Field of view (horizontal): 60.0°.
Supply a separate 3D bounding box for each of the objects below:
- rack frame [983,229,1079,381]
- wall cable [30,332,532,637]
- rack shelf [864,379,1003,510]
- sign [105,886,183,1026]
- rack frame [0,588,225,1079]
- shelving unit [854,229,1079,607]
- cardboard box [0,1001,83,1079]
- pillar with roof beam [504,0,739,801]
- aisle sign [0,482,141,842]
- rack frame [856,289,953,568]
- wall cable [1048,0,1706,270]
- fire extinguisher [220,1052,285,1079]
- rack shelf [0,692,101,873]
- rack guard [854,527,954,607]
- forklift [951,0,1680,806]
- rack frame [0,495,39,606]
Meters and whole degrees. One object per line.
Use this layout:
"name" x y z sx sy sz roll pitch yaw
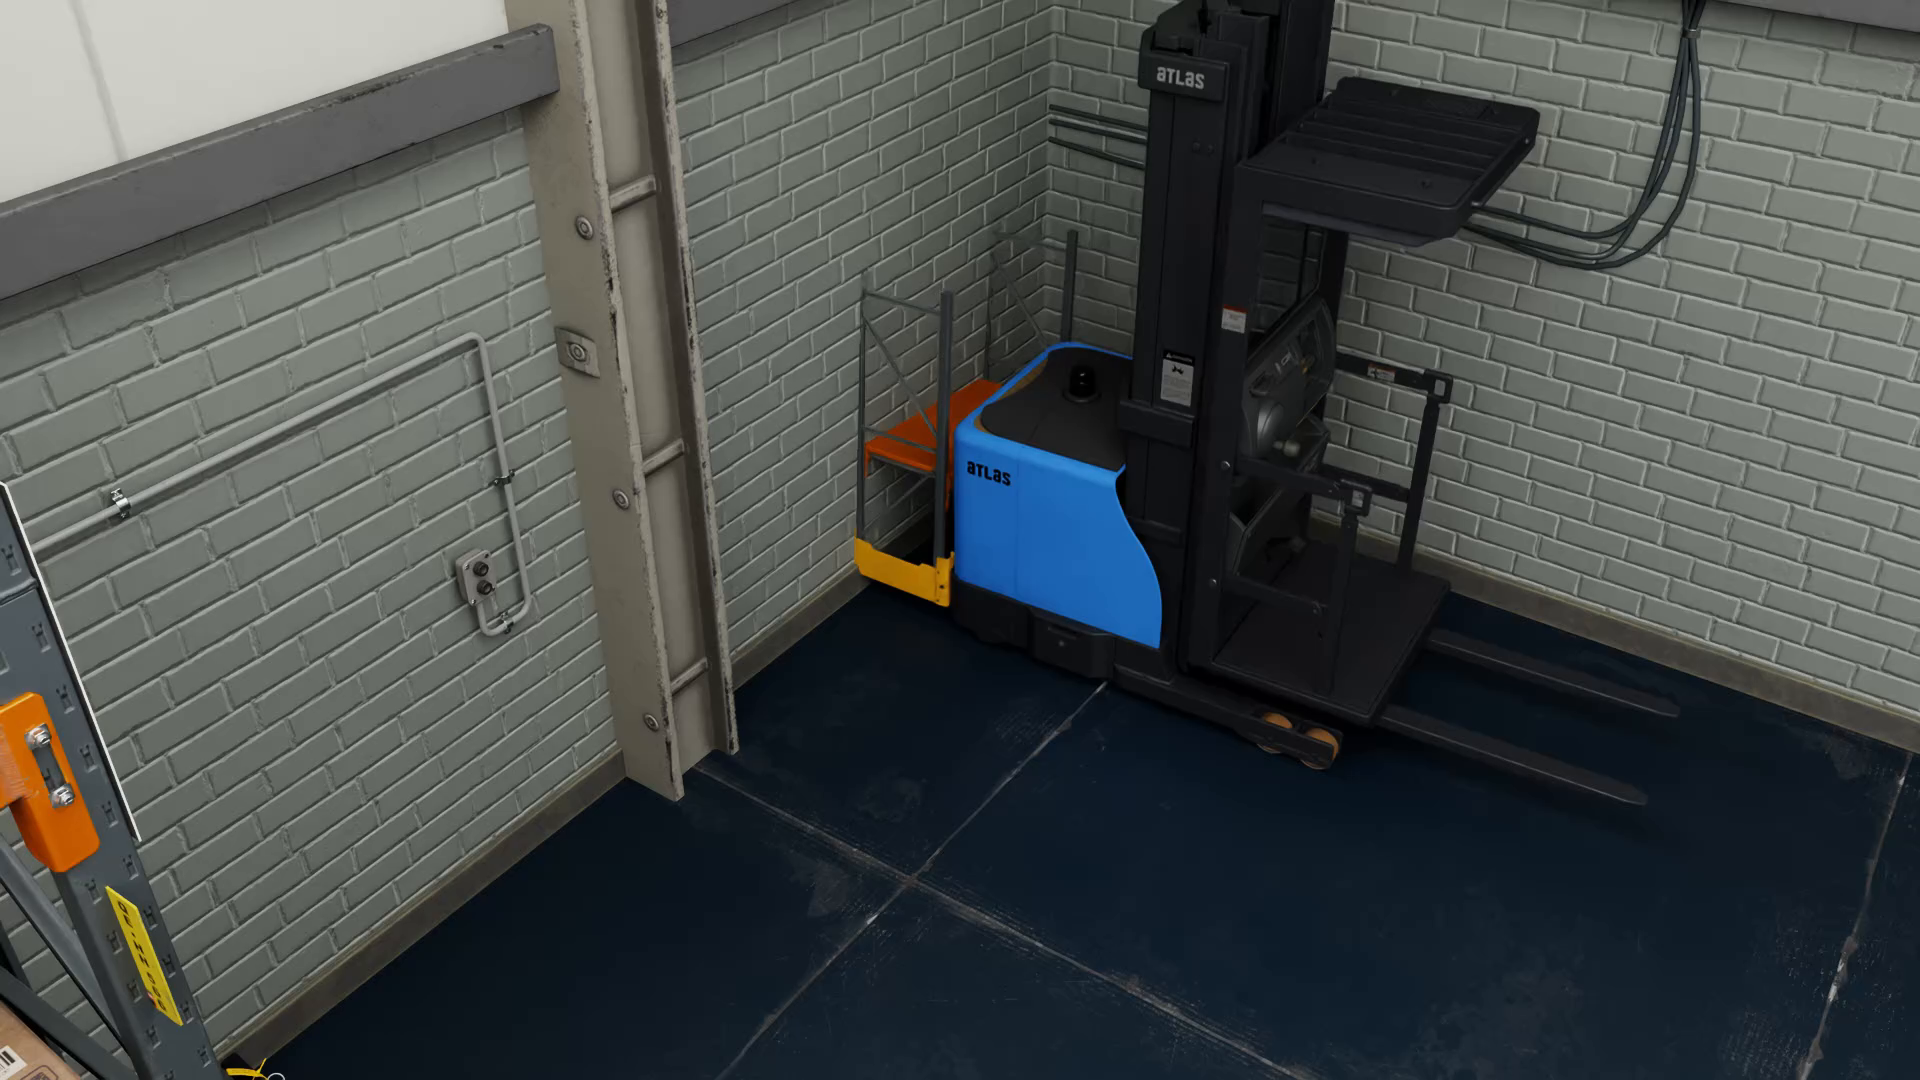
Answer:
"rack frame" 0.306 -0.835 8.114 0.500 1.500 0.032 20 34 29
"wall cable" -2.034 -0.122 4.846 0.084 1.984 1.851 21 39 28
"rack shelf" 0.014 -0.481 7.831 0.538 0.185 1.000 20 34 29
"sign" -1.549 0.792 3.156 0.100 0.325 0.005 21 39 28
"rack frame" -1.987 1.190 3.813 1.000 3.000 0.127 21 39 28
"shelving unit" 0.025 -0.642 7.749 0.587 1.500 1.083 20 34 29
"cardboard box" -2.269 1.304 3.377 0.980 0.700 0.700 23 40 30
"pillar with roof beam" 2.379 -1.439 2.345 9.100 9.000 0.400 21 39 28
"aisle sign" -1.699 0.176 2.992 0.394 0.787 0.004 21 39 28
"rack frame" -0.266 -0.441 7.372 0.500 1.500 0.032 20 34 29
"wall cable" 1.532 -2.498 6.682 3.097 2.526 0.112 21 39 28
"fire extinguisher" -1.521 1.454 3.823 0.296 0.674 0.183 21 39 28
"rack shelf" -3.127 1.166 1.813 1.077 0.370 4.000 21 39 28
"rack guard" -0.276 0.096 7.691 0.587 0.250 0.087 20 34 29
"forklift" 1.487 -0.611 6.537 3.031 2.935 1.130 18 38 25
"rack frame" -1.987 -1.295 2.132 1.000 3.000 0.127 21 39 28
